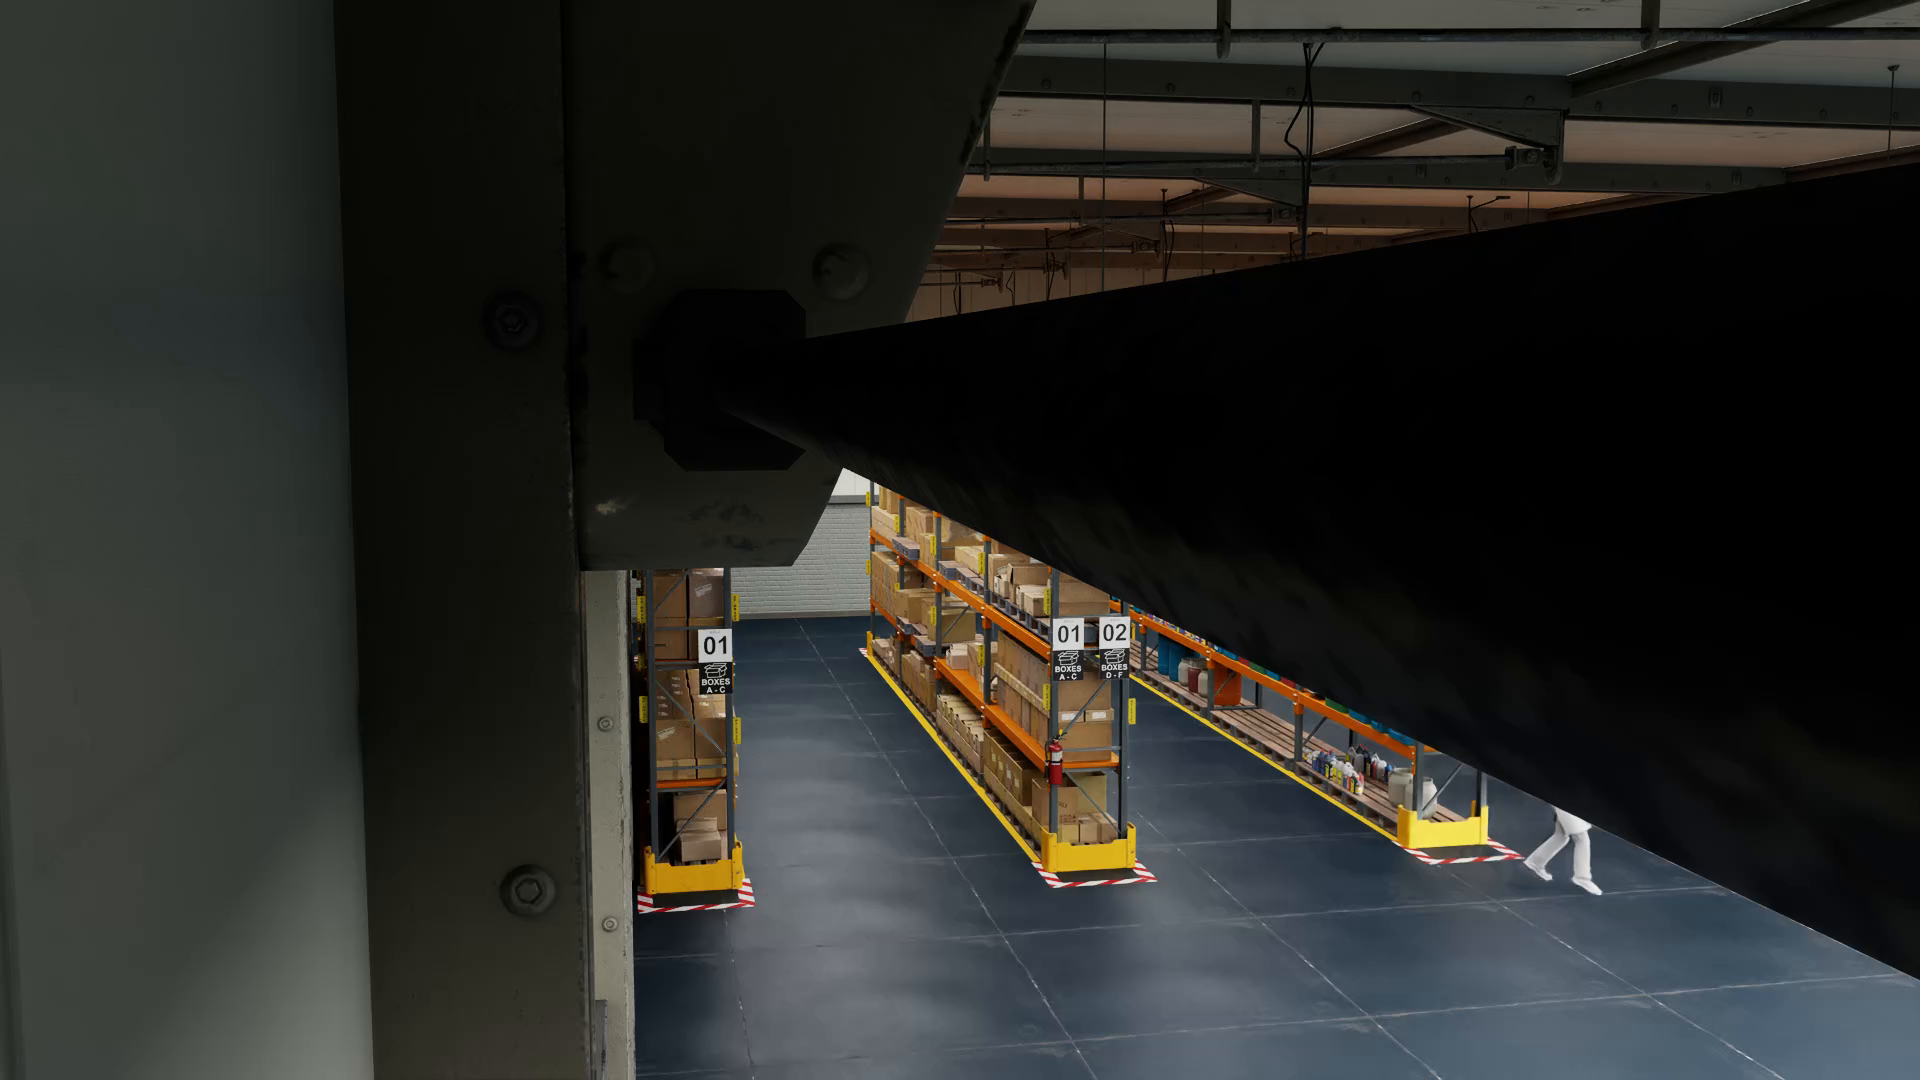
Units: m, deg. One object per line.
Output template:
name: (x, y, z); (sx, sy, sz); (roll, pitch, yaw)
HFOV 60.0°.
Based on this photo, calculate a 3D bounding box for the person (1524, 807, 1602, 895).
person: (7.376, 3.326, 20.246); (0.925, 1.829, 0.721); (3, 7, 25)
